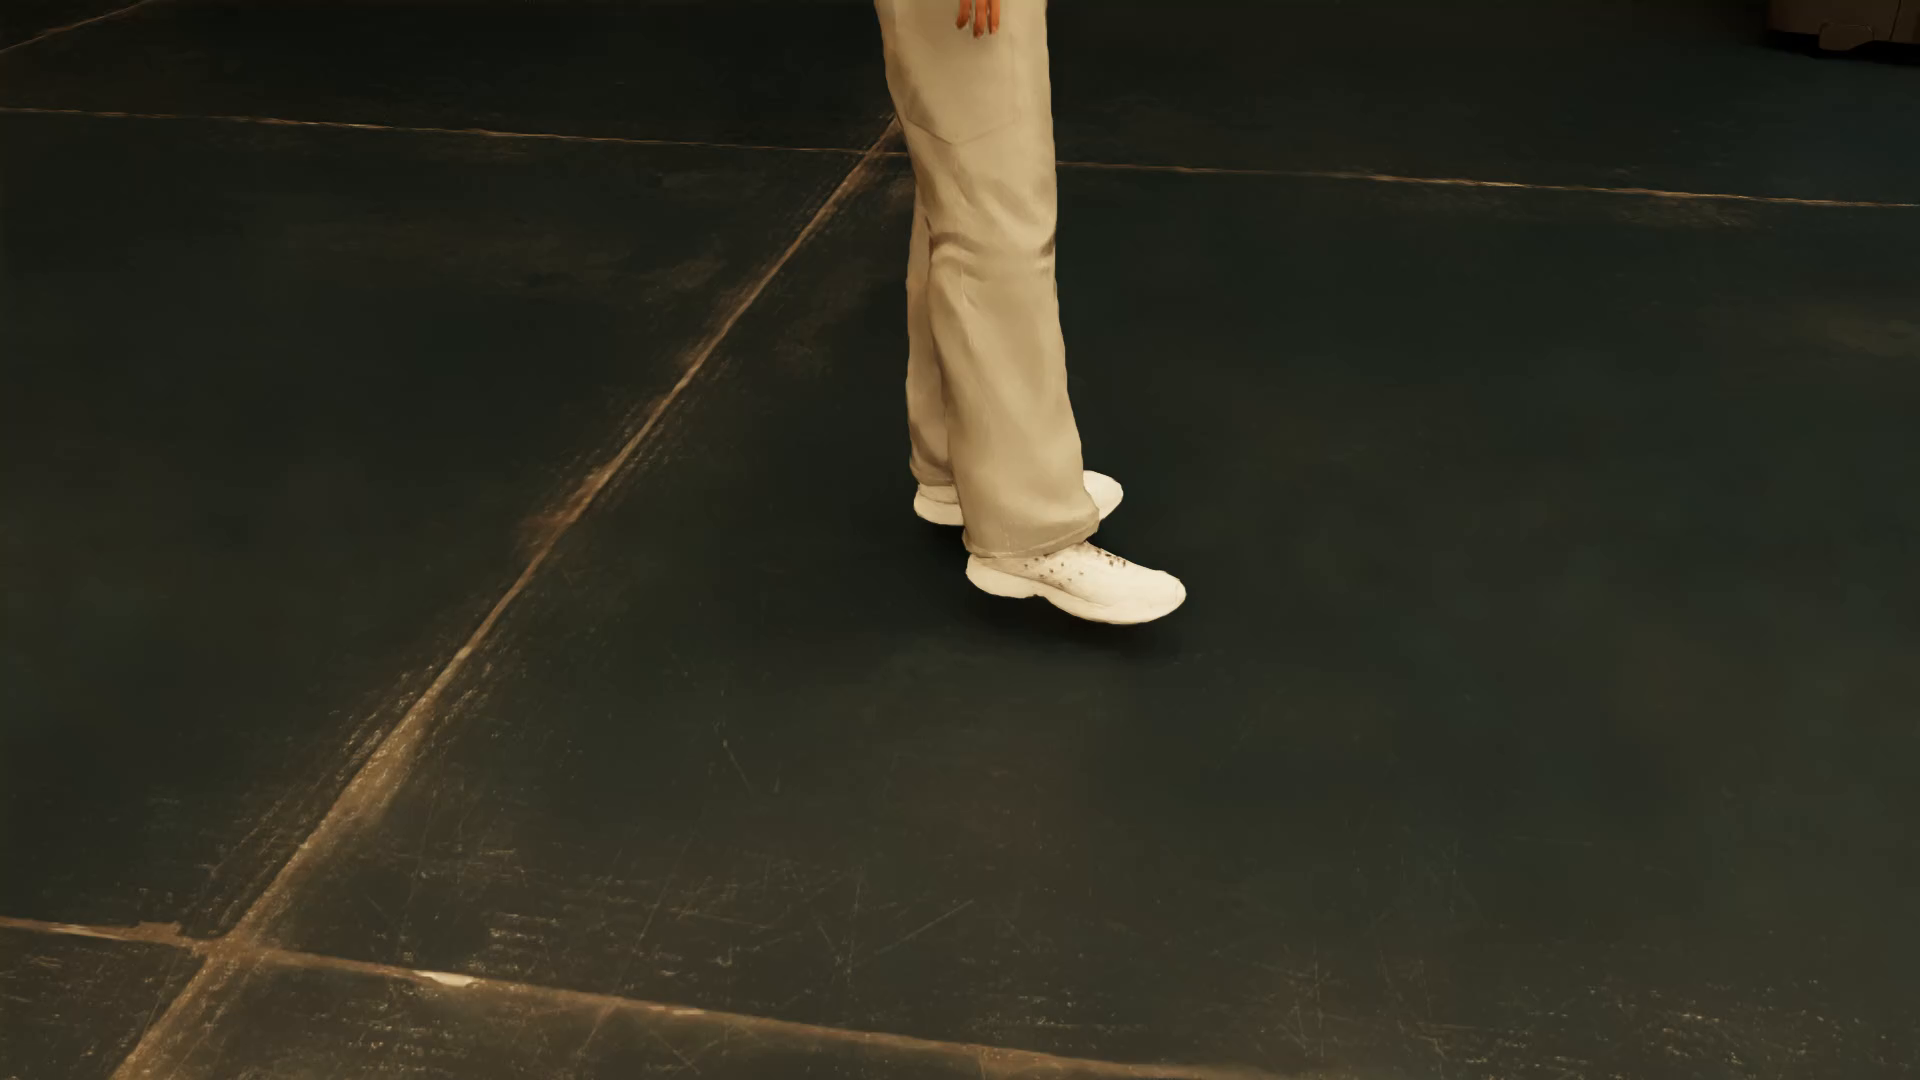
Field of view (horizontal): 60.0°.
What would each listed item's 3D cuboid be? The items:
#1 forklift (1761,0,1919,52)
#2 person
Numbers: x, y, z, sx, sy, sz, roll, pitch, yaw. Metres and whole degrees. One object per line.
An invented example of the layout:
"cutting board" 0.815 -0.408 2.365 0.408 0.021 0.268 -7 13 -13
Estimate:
"forklift" 4.101 -2.690 4.330 3.031 2.935 1.130 16 33 26
"person" 0.069 -0.761 2.048 0.549 1.673 0.550 5 29 9
